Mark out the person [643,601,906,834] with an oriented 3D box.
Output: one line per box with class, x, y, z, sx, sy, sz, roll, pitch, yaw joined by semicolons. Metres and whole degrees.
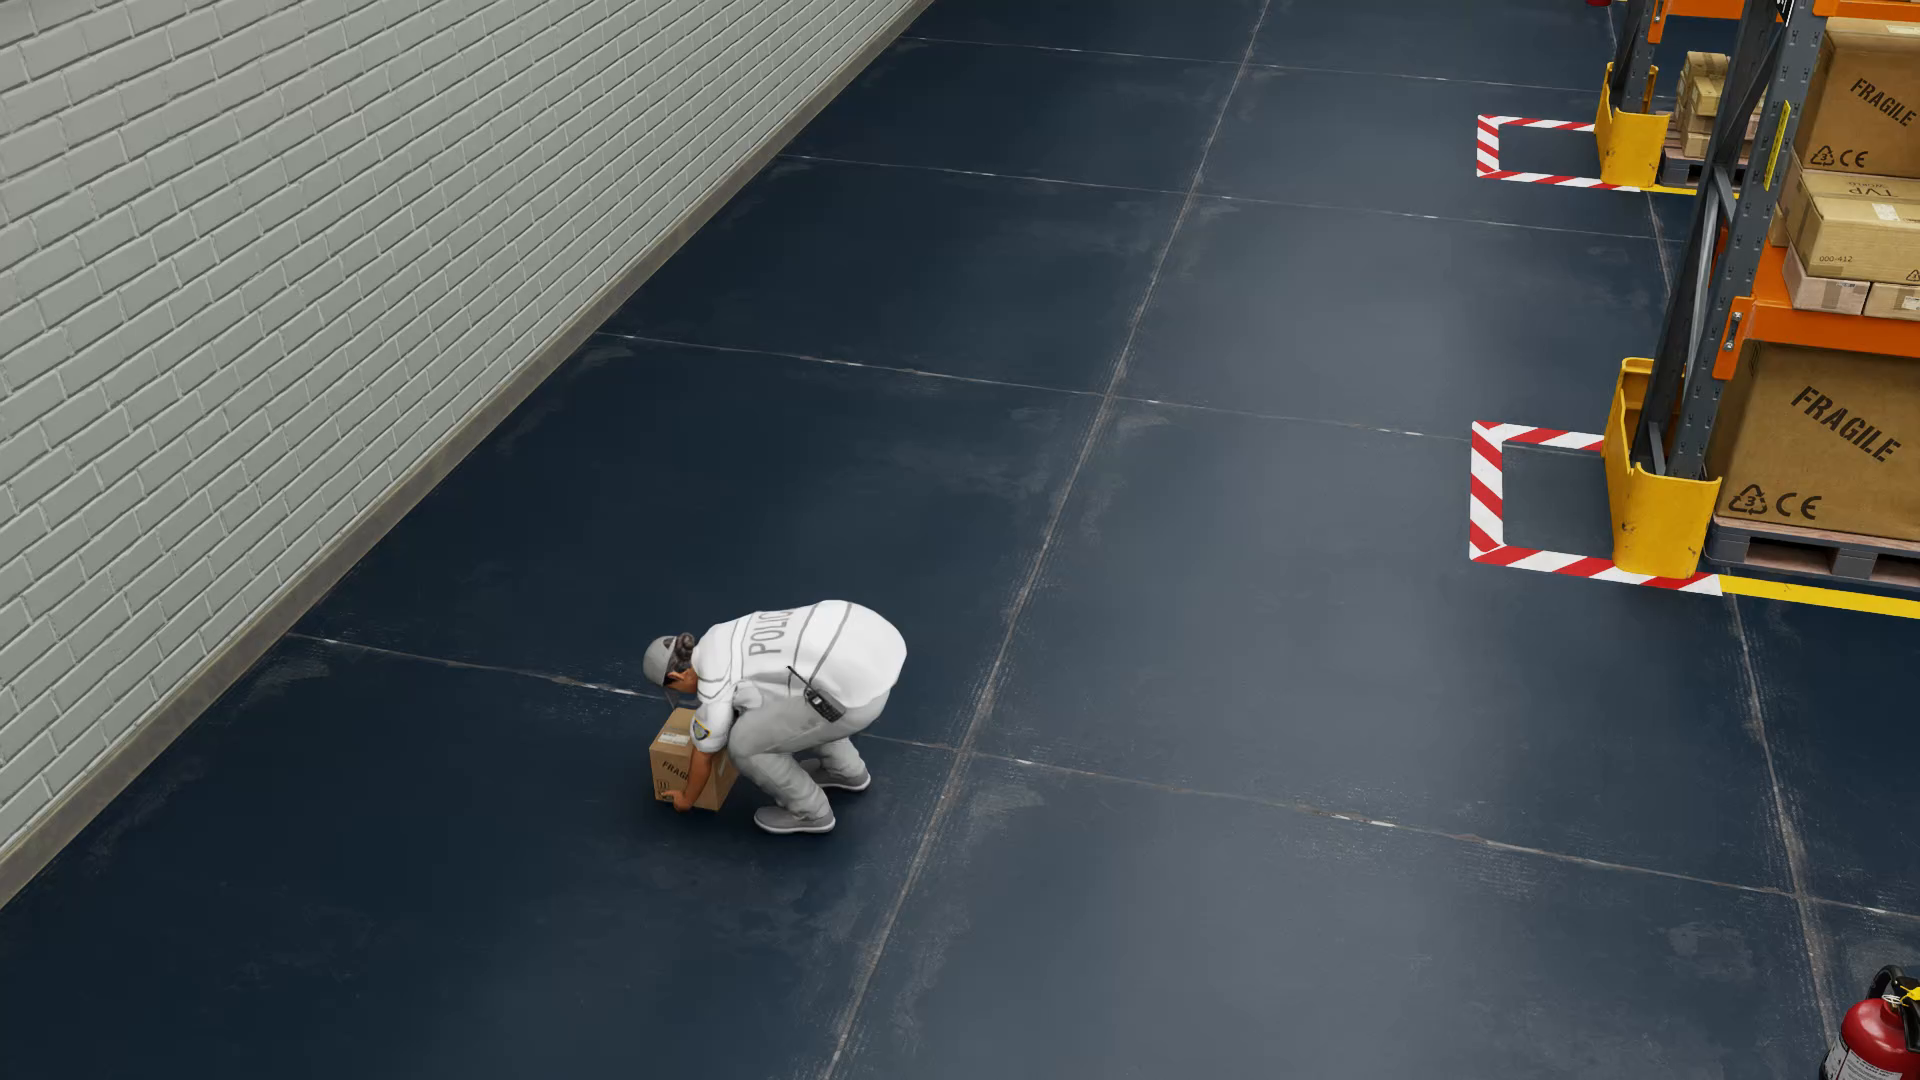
person;-0.664;0.613;5.954;0.939;0.855;0.510;7;34;10
